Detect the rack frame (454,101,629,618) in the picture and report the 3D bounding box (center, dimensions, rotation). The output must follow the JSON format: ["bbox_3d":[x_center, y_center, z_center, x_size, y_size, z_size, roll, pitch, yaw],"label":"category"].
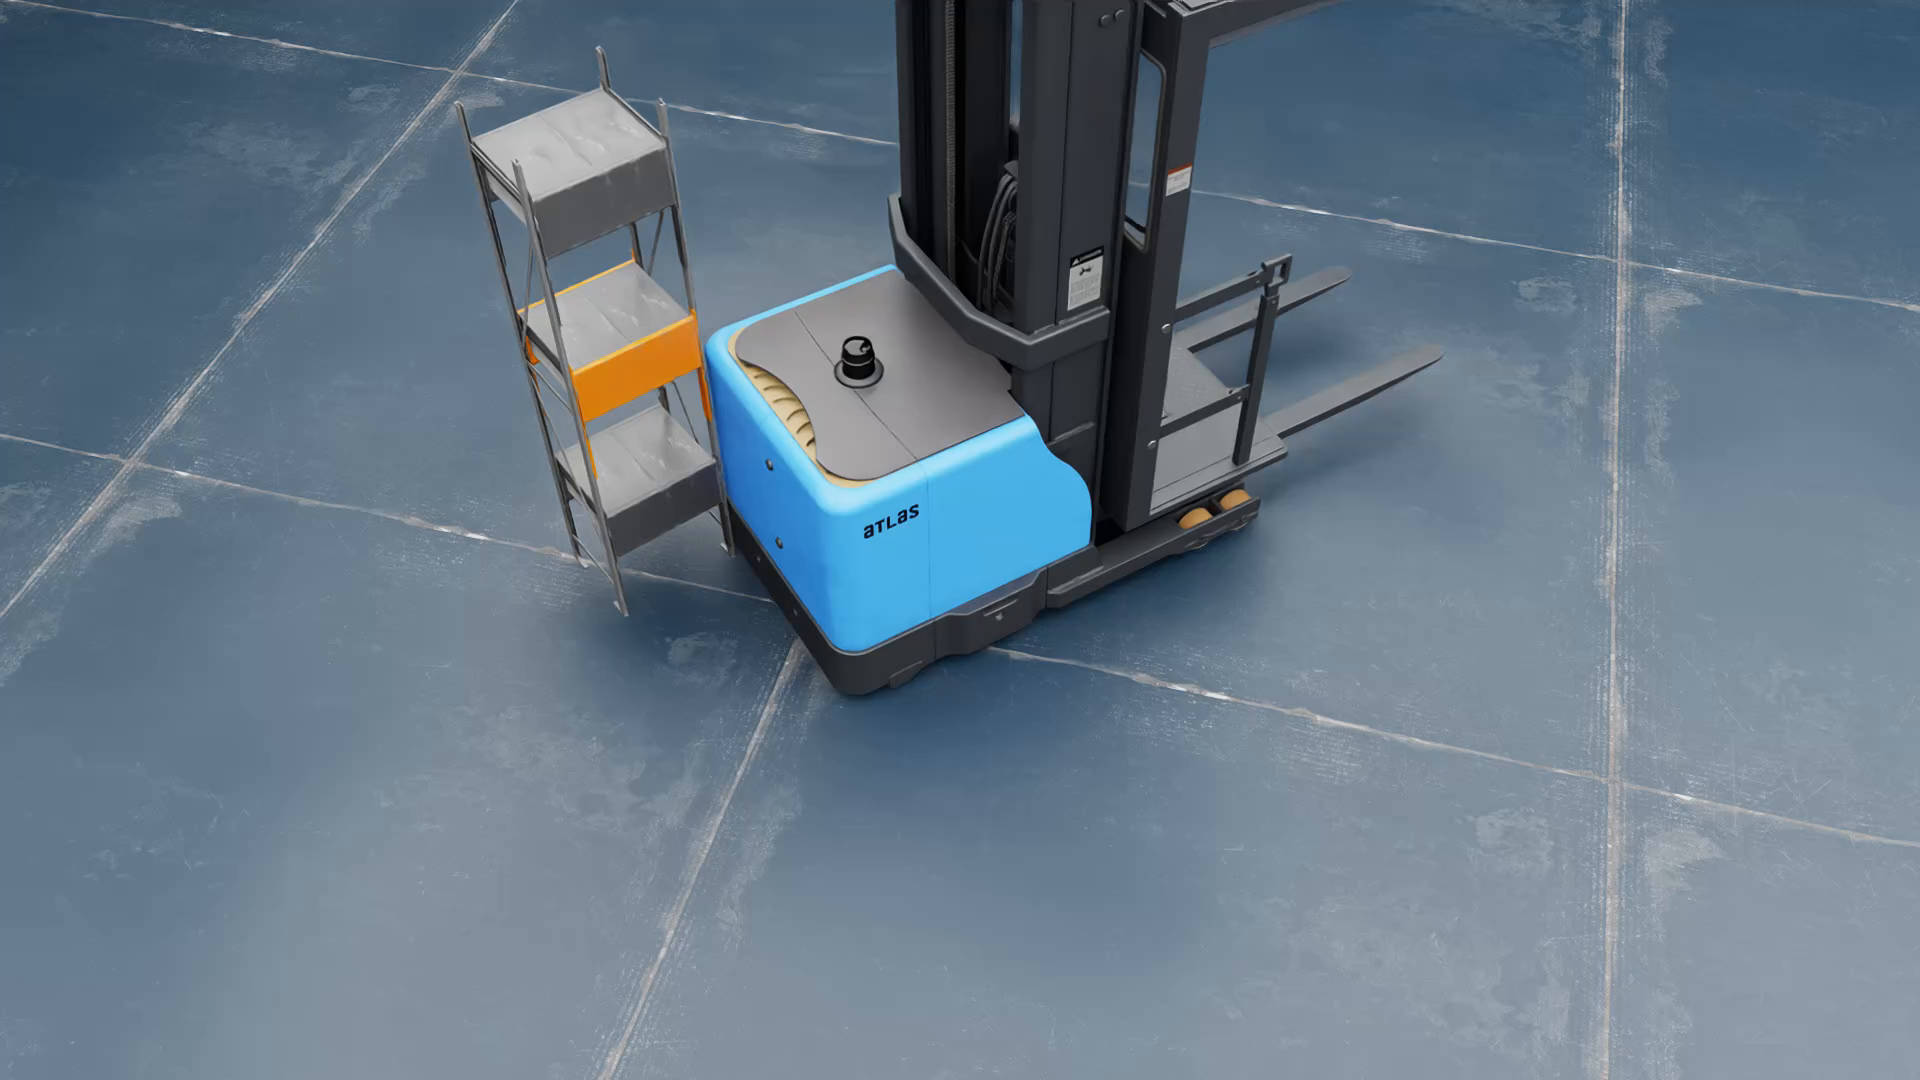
[{"bbox_3d":[-1.405,-0.515,5.723,0.015,2.100,0.400,-30,55,-24],"label":"rack frame"}]

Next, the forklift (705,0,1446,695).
[{"bbox_3d":[0.607,-1.251,5.818,3.031,2.935,1.130,-24,53,-20],"label":"forklift"}]

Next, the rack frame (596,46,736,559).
[{"bbox_3d":[-1.020,-0.740,5.922,0.015,2.100,0.400,-30,55,-24],"label":"rack frame"}]

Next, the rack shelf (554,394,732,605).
[{"bbox_3d":[-1.212,-0.156,6.358,0.480,0.518,0.431,-30,55,-24],"label":"rack shelf"}]

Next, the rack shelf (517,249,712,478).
[{"bbox_3d":[-1.212,-0.619,5.833,0.480,0.518,0.431,-30,55,-24],"label":"rack shelf"}]

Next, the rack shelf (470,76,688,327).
[{"bbox_3d":[-1.212,-1.082,5.308,0.480,0.518,0.431,-30,55,-24],"label":"rack shelf"}]

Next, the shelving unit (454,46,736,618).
[{"bbox_3d":[-1.212,-0.628,5.823,0.503,2.100,0.431,-30,55,-24],"label":"shelving unit"}]
